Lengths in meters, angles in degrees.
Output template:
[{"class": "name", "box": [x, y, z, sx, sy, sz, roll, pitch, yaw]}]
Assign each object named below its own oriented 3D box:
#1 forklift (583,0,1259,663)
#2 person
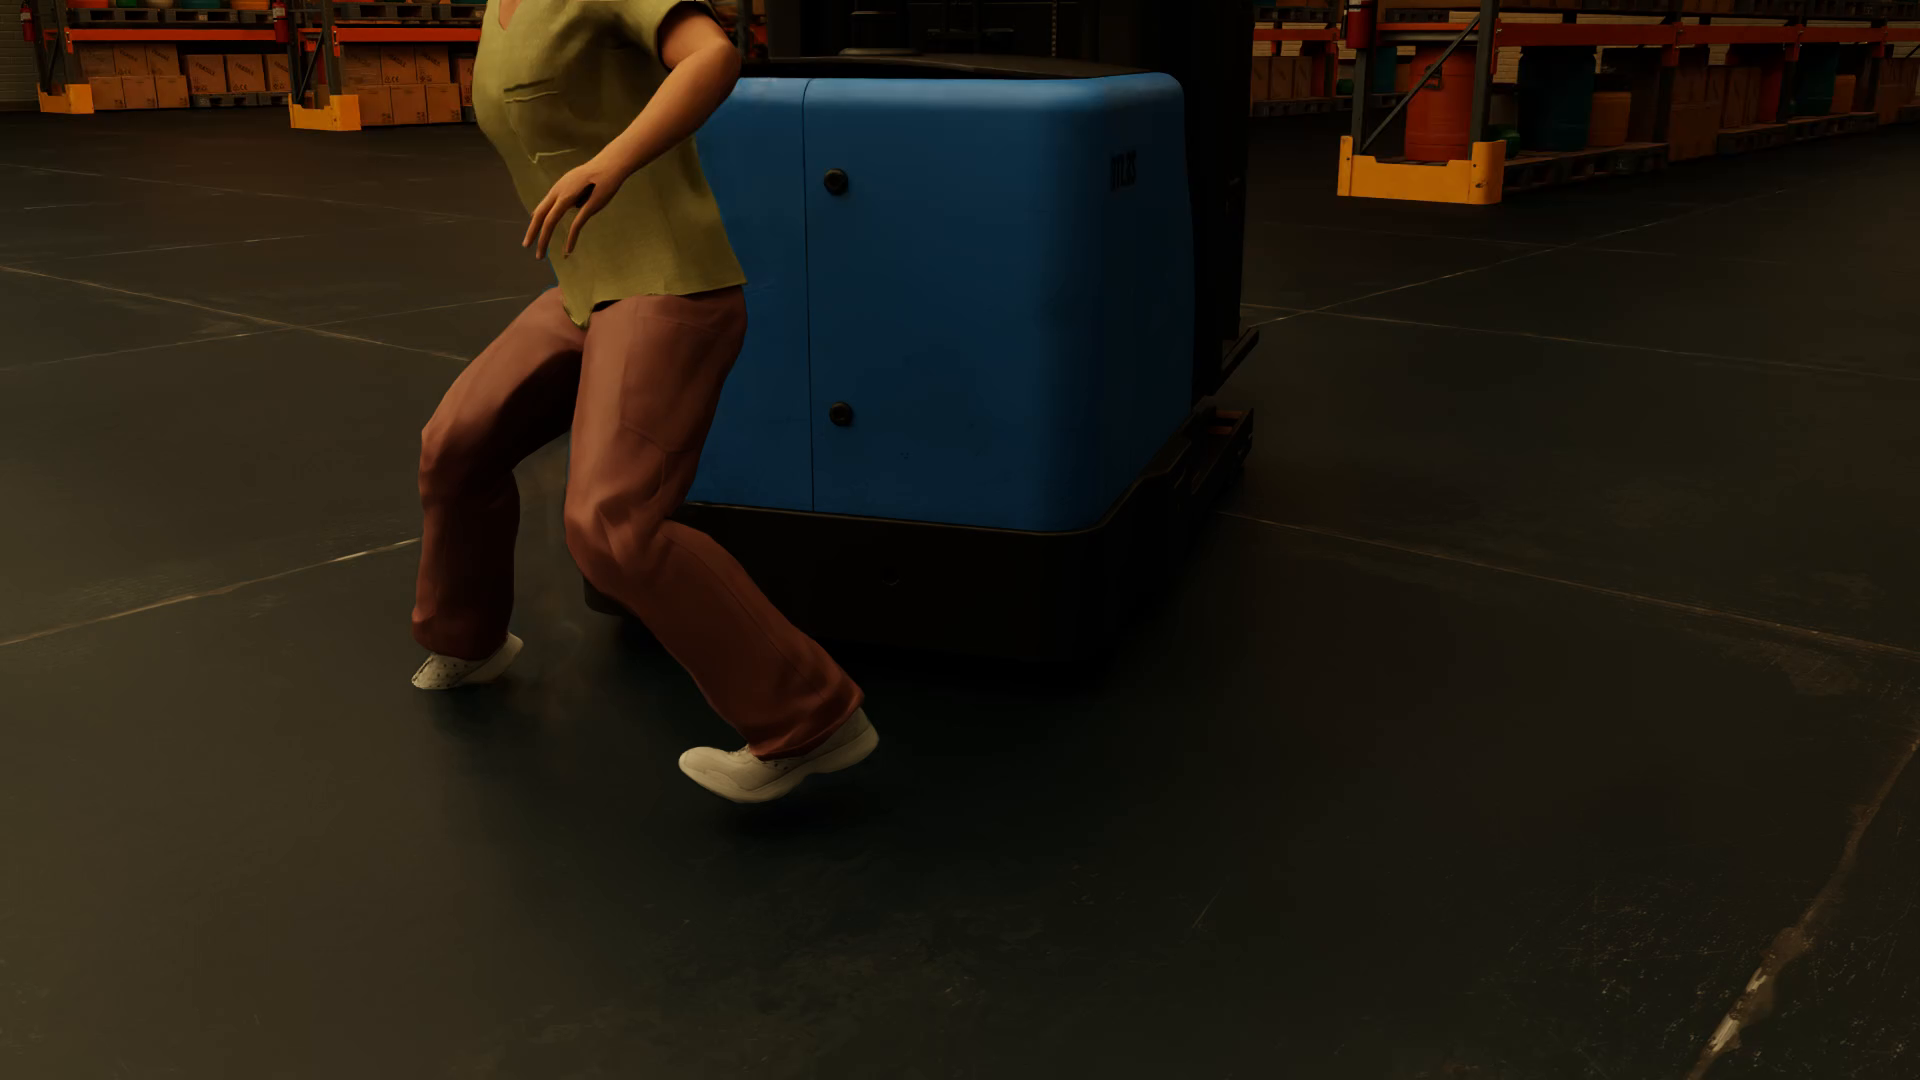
[{"class": "forklift", "box": [0.182, -1.571, 4.072, 1.130, 2.935, 3.031, 5, 18, 17]}, {"class": "person", "box": [-0.595, -0.341, 2.624, 0.521, 1.615, 1.010, -11, 20, -32]}]
